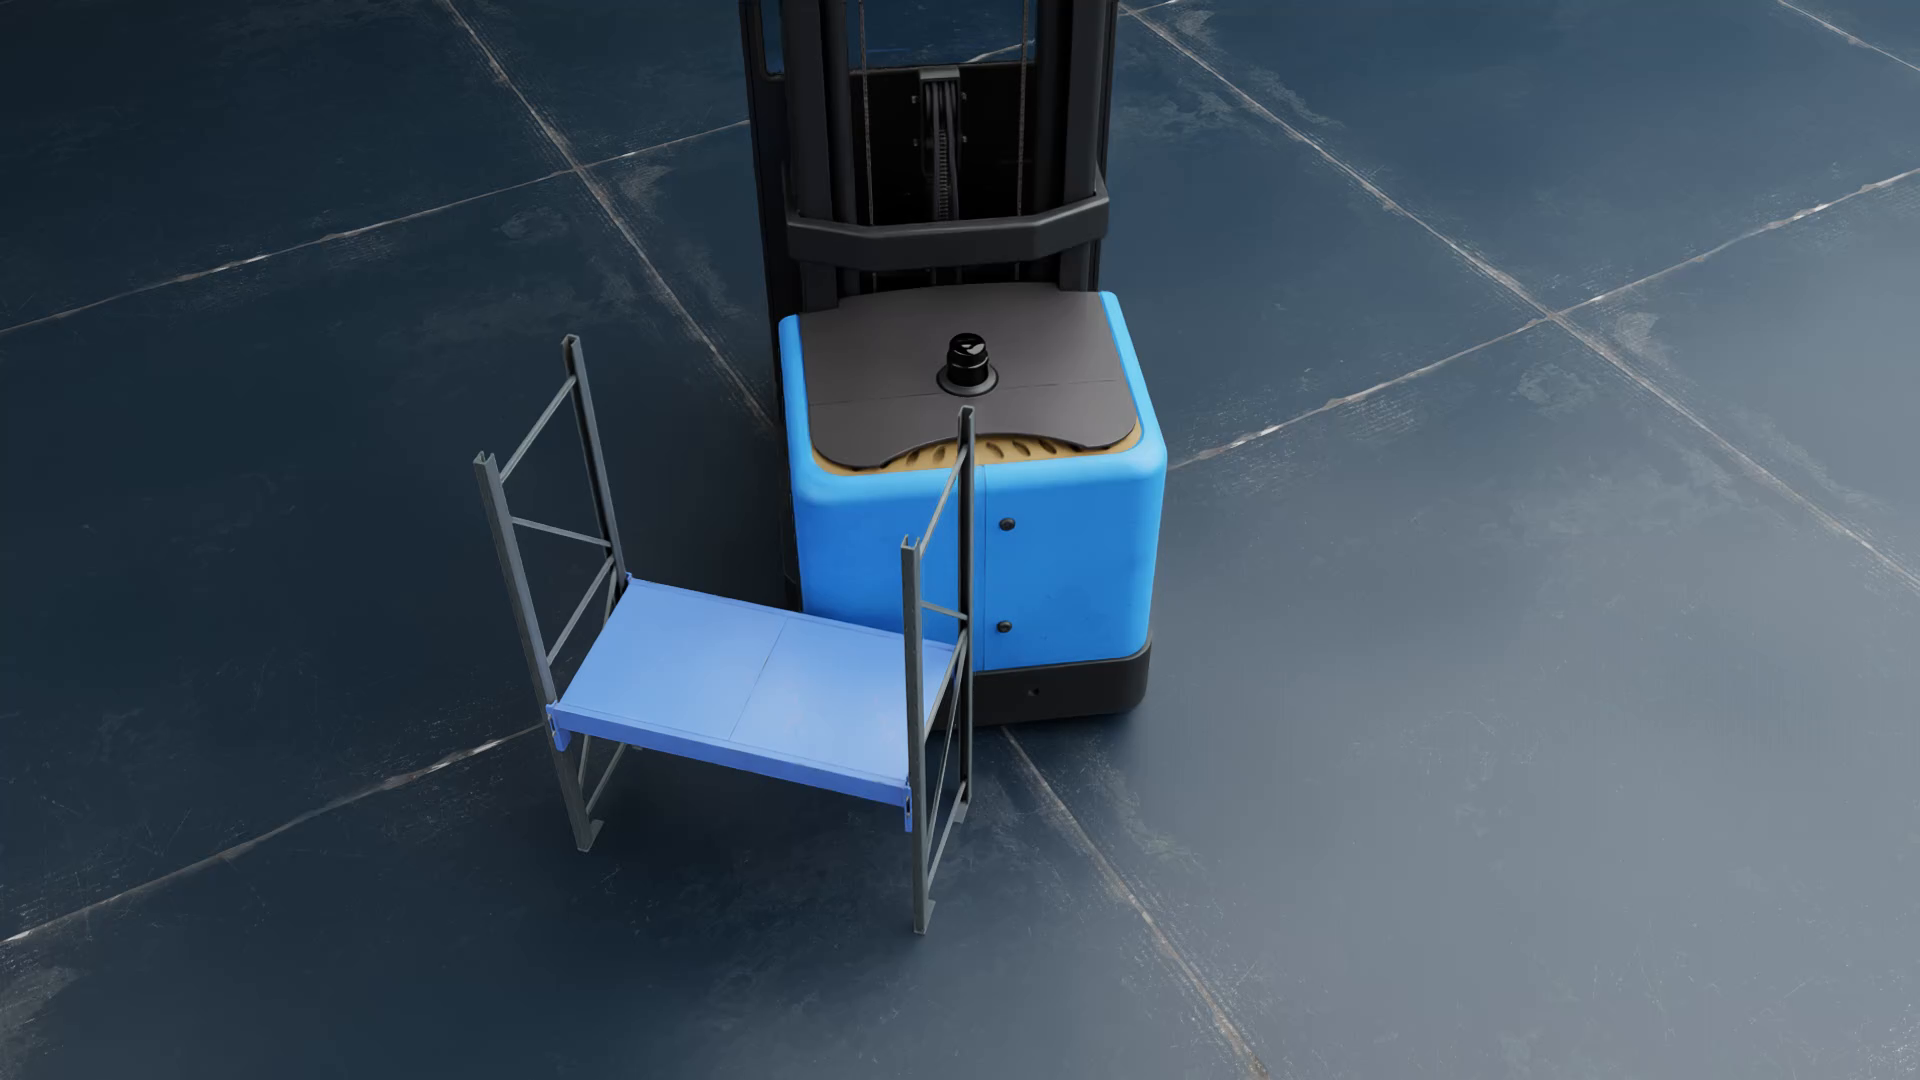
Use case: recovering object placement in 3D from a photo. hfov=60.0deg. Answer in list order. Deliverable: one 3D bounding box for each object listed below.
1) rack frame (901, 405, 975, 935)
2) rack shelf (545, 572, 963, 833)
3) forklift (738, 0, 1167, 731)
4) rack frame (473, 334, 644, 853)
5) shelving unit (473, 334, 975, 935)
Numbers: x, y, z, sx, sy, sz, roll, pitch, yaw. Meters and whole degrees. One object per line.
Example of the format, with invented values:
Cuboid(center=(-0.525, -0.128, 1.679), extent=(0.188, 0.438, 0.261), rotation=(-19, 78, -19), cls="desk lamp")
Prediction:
Cuboid(center=(-0.046, 0.389, 4.272), extent=(0.032, 1.500, 0.500), rotation=(11, 45, 11), cls="rack frame")
Cuboid(center=(-0.536, 0.422, 4.496), extent=(1.000, 0.185, 0.538), rotation=(11, 45, 11), cls="rack shelf")
Cuboid(center=(-0.121, -1.480, 5.171), extent=(1.130, 2.935, 3.031), rotation=(-5, 44, -5), cls="forklift")
Cuboid(center=(-1.025, 0.197, 4.470), extent=(0.032, 1.500, 0.500), rotation=(11, 45, 11), cls="rack frame")
Cuboid(center=(-0.536, 0.293, 4.371), extent=(1.048, 1.500, 0.538), rotation=(11, 45, 11), cls="shelving unit")
